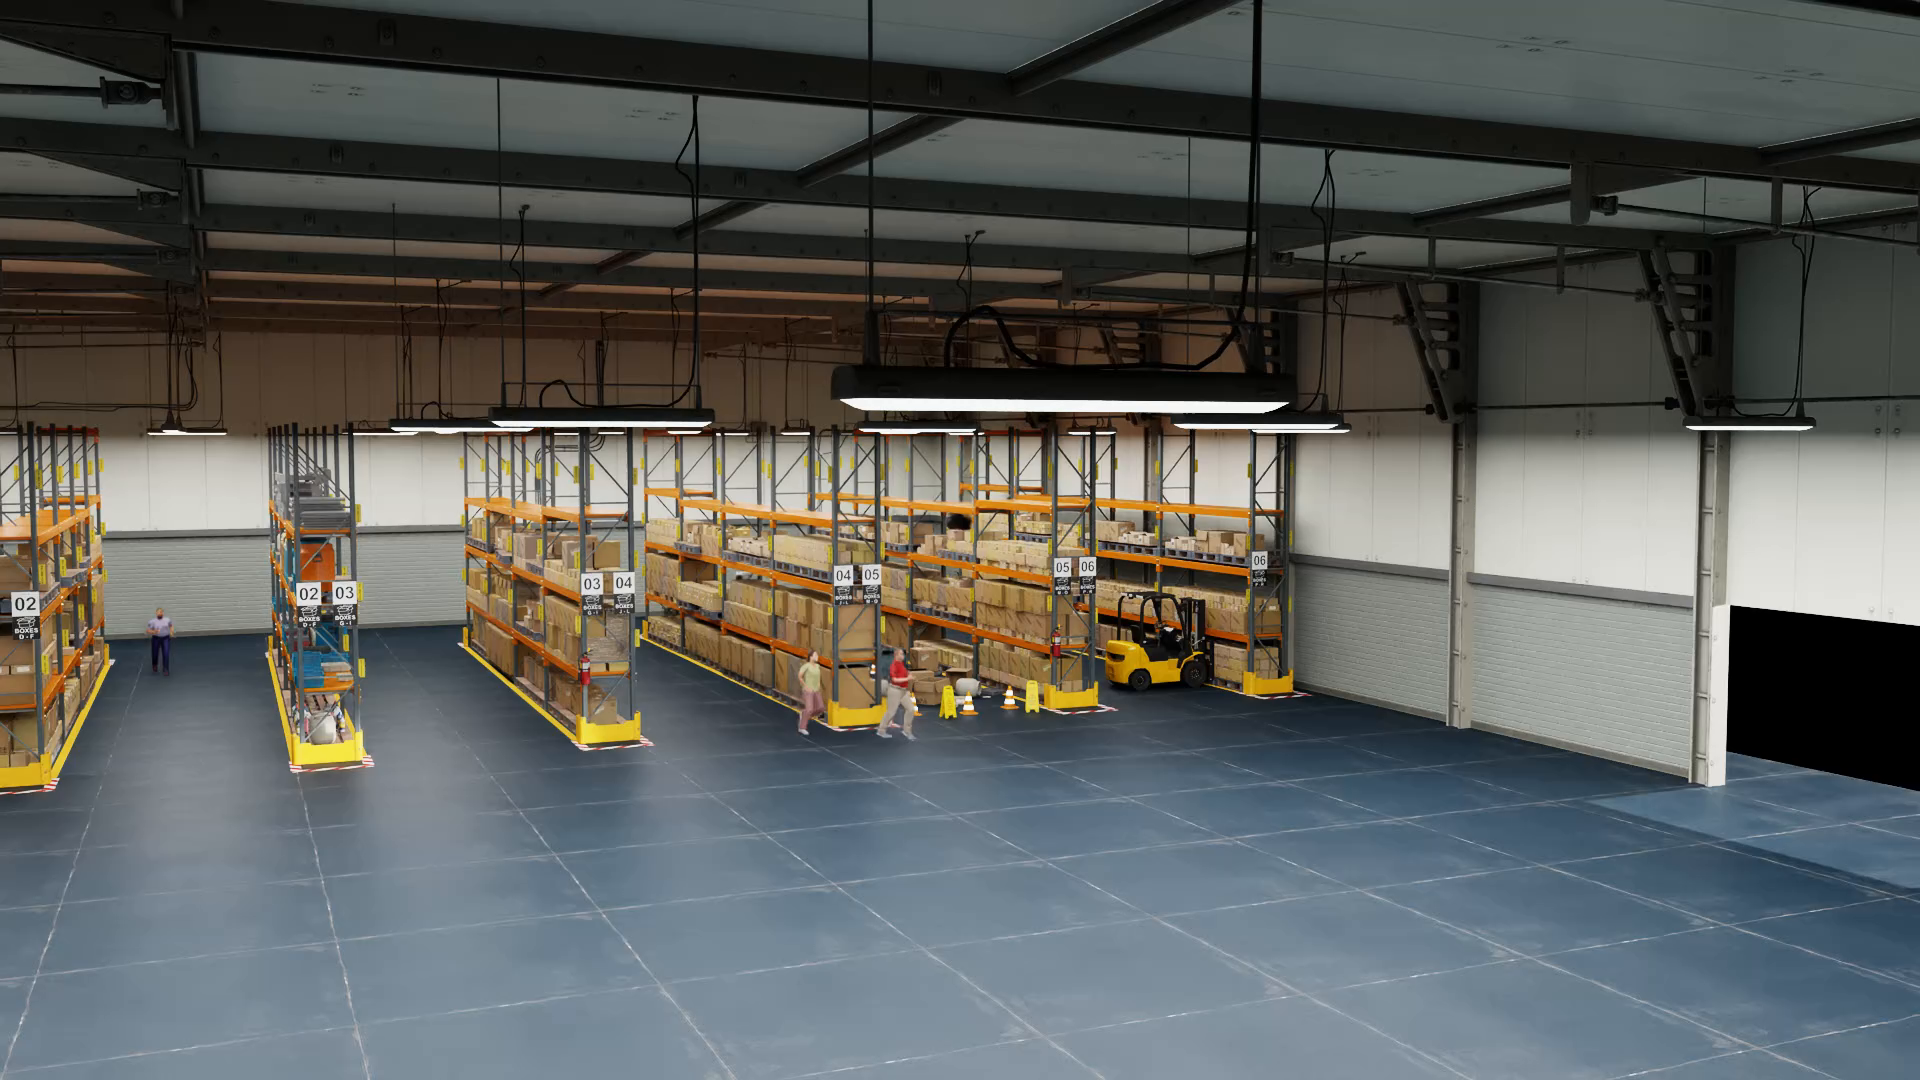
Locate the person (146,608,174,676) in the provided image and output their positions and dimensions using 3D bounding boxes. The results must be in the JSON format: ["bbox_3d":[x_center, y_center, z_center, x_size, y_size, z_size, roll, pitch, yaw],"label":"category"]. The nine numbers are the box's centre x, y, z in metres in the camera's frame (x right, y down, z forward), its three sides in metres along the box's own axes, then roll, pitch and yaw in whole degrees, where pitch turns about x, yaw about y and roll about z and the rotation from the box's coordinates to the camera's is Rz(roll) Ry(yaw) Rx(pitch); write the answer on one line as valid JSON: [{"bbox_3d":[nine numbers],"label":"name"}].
[{"bbox_3d":[-19.287,2.446,40.131,0.621,1.619,0.906,-2,4,-31],"label":"person"}]

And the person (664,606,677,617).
[{"bbox_3d":[-8.461,1.821,49.364,0.730,1.768,0.674,-2,4,-30],"label":"person"}]

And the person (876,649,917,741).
[{"bbox_3d":[-1.177,2.937,31.448,0.795,1.780,0.654,1,4,22],"label":"person"}]

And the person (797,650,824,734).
[{"bbox_3d":[-2.887,2.950,32.403,0.533,1.625,0.635,3,4,39],"label":"person"}]

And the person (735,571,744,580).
[{"bbox_3d":[-6.652,1.807,49.846,0.687,1.757,0.664,-2,4,-28],"label":"person"}]
